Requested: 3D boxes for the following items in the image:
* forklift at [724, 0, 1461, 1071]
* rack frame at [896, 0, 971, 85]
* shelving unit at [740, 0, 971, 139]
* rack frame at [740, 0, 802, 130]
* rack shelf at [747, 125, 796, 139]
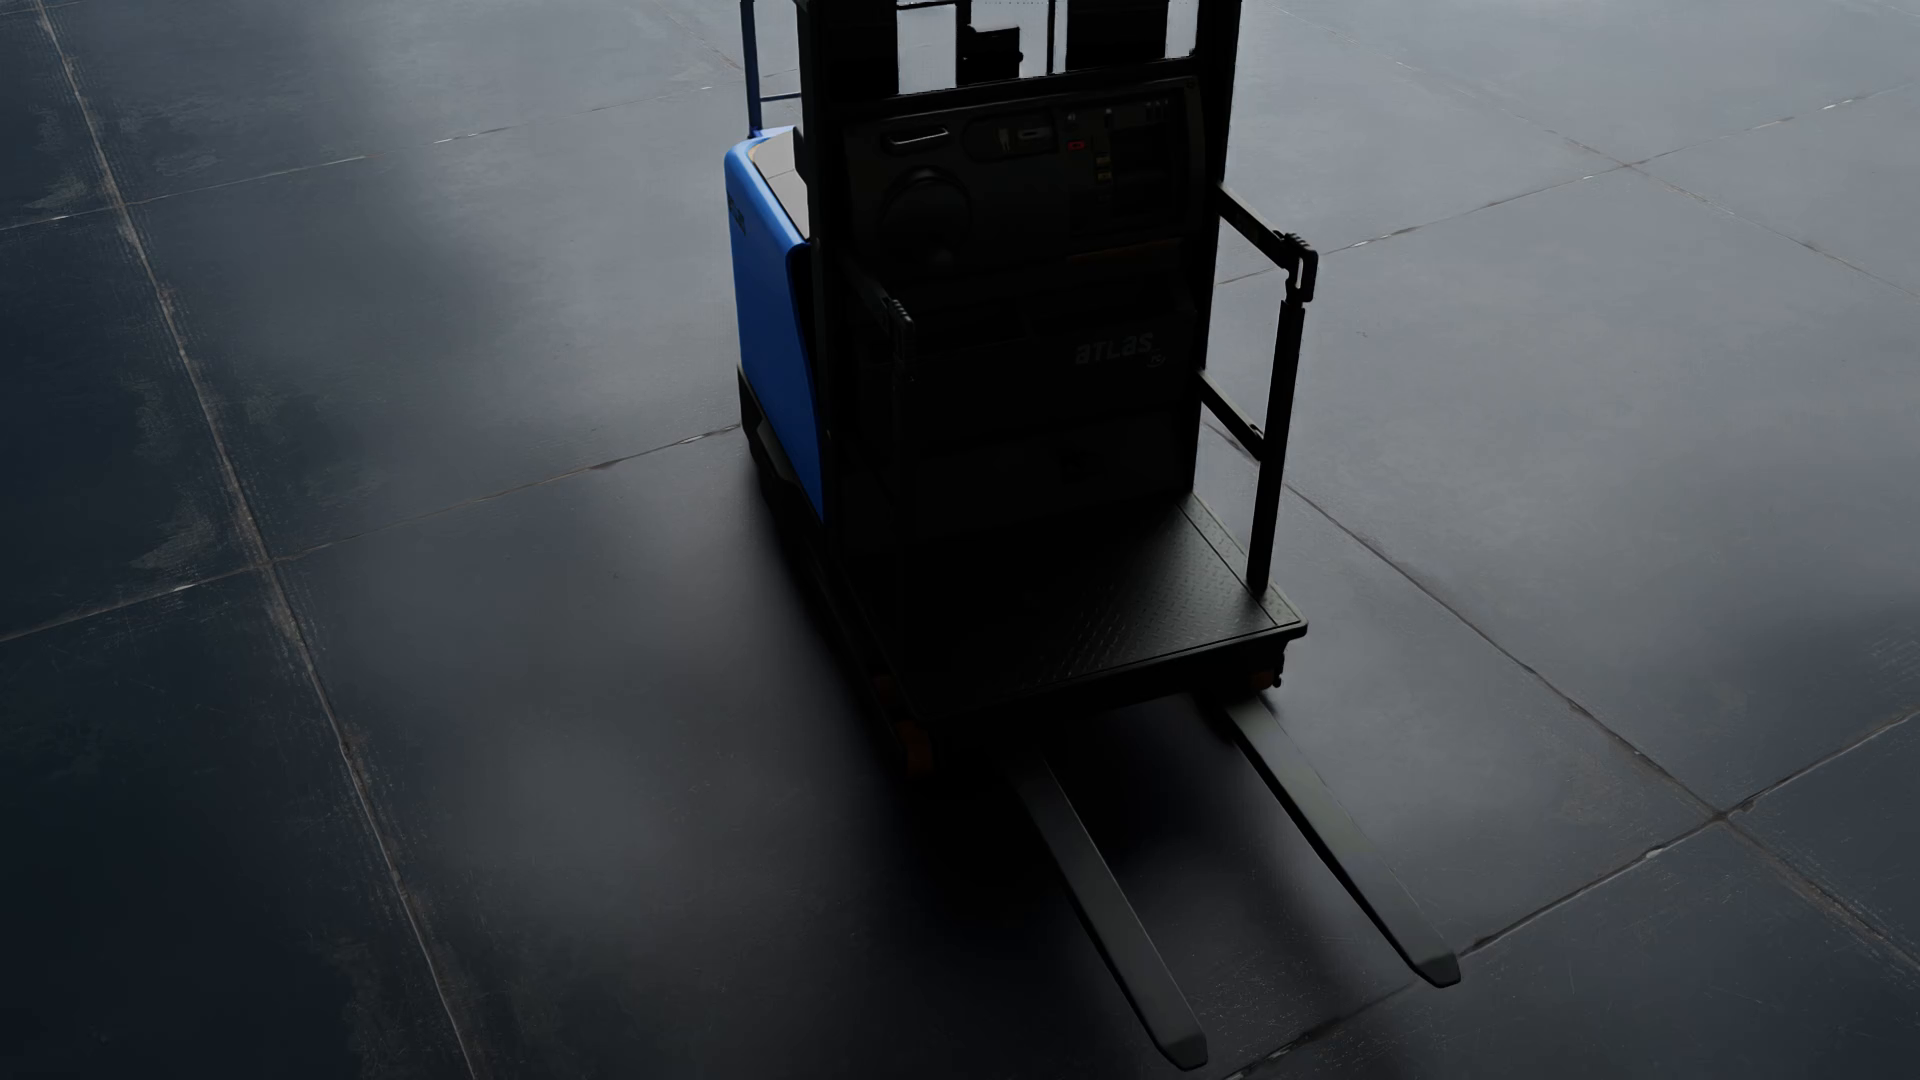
[{"bbox_3d":[0.244,-0.827,3.898,1.130,2.935,3.031,-12,38,-16],"label":"forklift"},{"bbox_3d":[-0.206,-1.125,5.518,0.500,1.500,0.032,-12,38,-16],"label":"rack frame"},{"bbox_3d":[-0.381,-1.406,5.903,0.538,1.500,1.048,-12,38,-16],"label":"shelving unit"},{"bbox_3d":[-0.557,-1.687,6.289,0.500,1.500,0.032,-12,38,-16],"label":"rack frame"},{"bbox_3d":[-0.381,-1.261,6.010,0.538,0.185,1.000,-12,38,-16],"label":"rack shelf"}]
